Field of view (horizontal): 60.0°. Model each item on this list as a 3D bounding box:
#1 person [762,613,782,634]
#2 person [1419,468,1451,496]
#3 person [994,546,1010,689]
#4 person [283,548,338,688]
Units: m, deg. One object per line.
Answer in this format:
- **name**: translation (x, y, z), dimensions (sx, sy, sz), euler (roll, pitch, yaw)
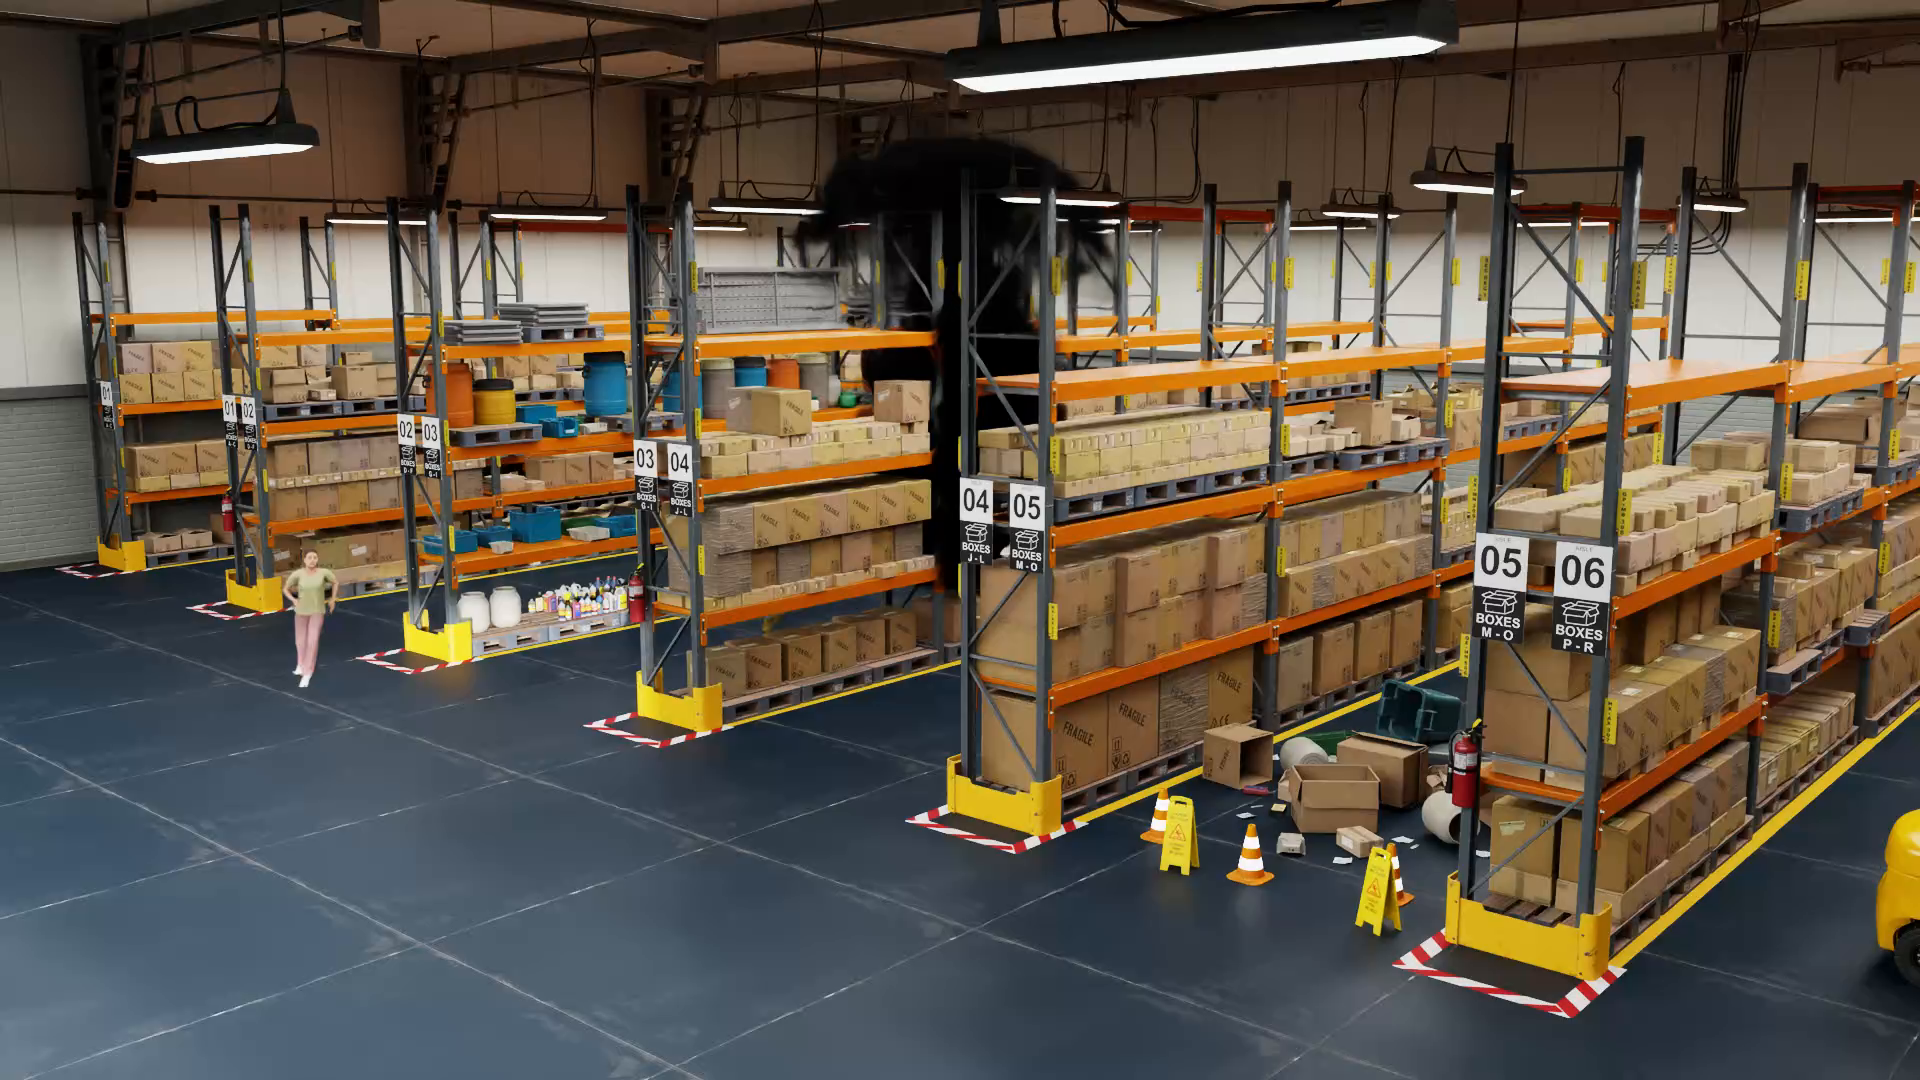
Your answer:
- **person**: translation (-2.611, 0.336, 22.385), dimensions (0.699, 1.828, 0.667), euler (7, 12, 36)
- **person**: translation (8.577, -0.539, 29.863), dimensions (0.597, 1.558, 0.475), euler (-1, 10, -4)
- **person**: translation (0.528, 0.949, 18.588), dimensions (0.700, 1.780, 0.801), euler (5, 11, 28)
- **person**: translation (-8.069, 0.932, 20.691), dimensions (0.625, 1.691, 0.789), euler (-2, 10, -13)
